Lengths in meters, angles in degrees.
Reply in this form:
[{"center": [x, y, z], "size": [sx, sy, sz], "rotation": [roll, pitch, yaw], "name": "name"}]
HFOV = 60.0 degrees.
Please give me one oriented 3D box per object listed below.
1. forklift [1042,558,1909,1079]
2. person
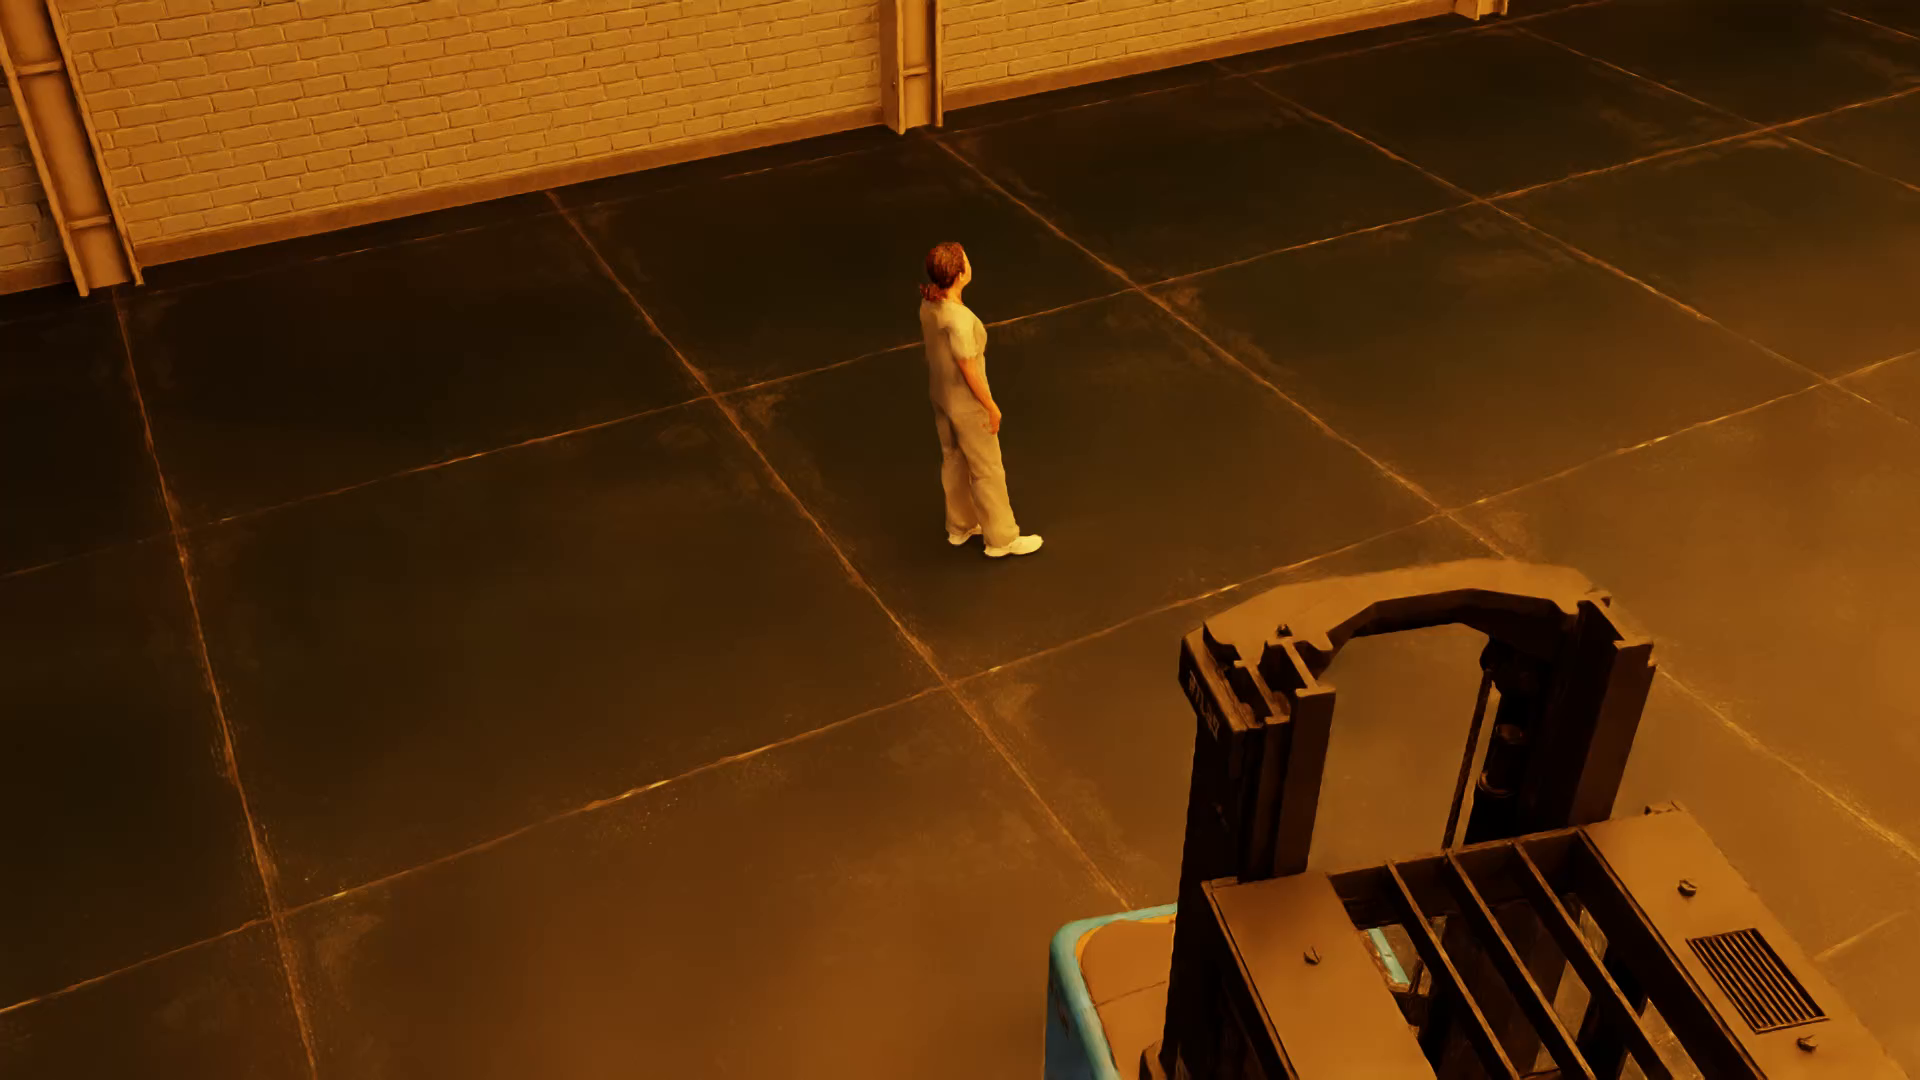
[{"center": [1.082, 1.634, 3.811], "size": [1.130, 2.935, 3.031], "rotation": [-7, 36, -10], "name": "forklift"}, {"center": [0.072, -0.699, 8.197], "size": [0.548, 1.663, 0.550], "rotation": [-17, 39, -23], "name": "person"}]
